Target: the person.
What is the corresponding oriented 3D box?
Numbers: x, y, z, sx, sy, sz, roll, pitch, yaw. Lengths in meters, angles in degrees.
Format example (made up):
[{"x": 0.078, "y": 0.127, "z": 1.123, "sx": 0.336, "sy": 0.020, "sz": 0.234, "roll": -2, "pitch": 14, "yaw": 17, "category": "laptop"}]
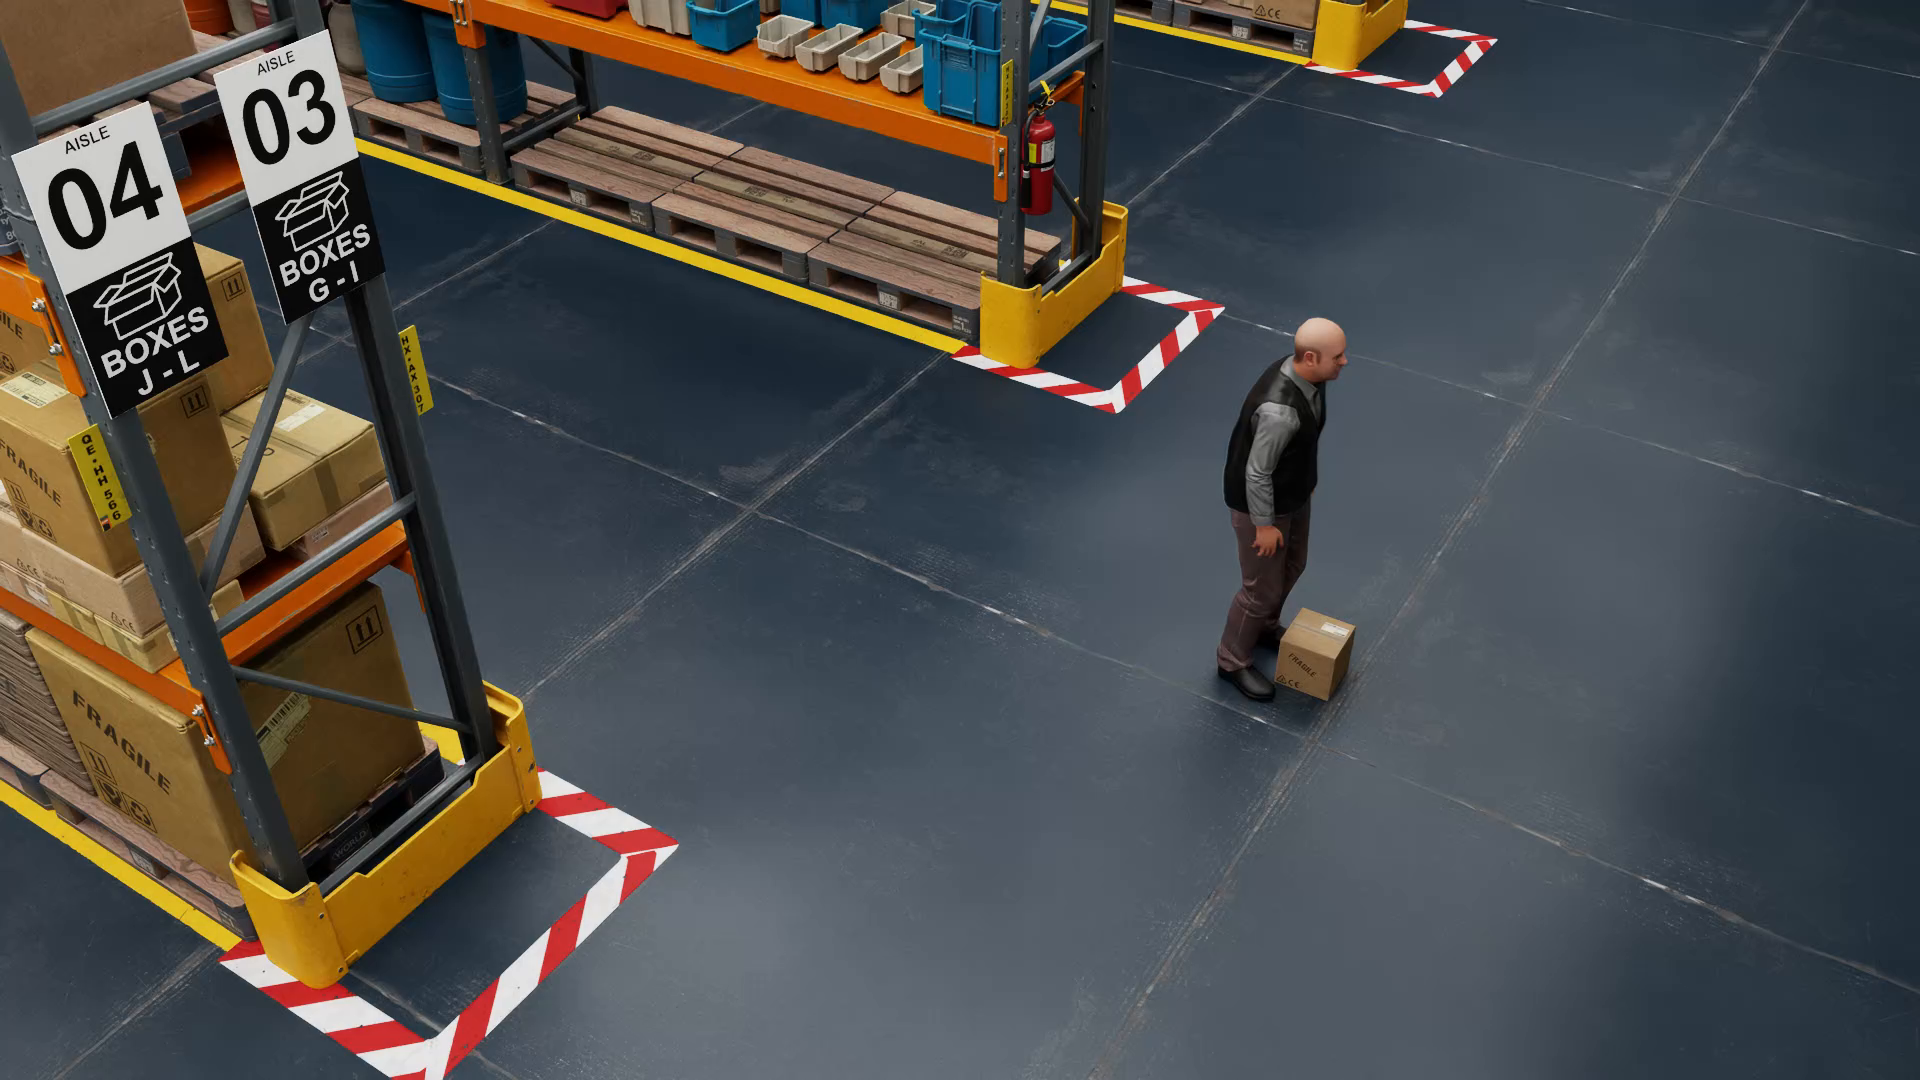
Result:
[{"x": 1.313, "y": -0.174, "z": 6.920, "sx": 0.415, "sy": 1.722, "sz": 0.591, "roll": 20, "pitch": 42, "yaw": 23, "category": "person"}]
